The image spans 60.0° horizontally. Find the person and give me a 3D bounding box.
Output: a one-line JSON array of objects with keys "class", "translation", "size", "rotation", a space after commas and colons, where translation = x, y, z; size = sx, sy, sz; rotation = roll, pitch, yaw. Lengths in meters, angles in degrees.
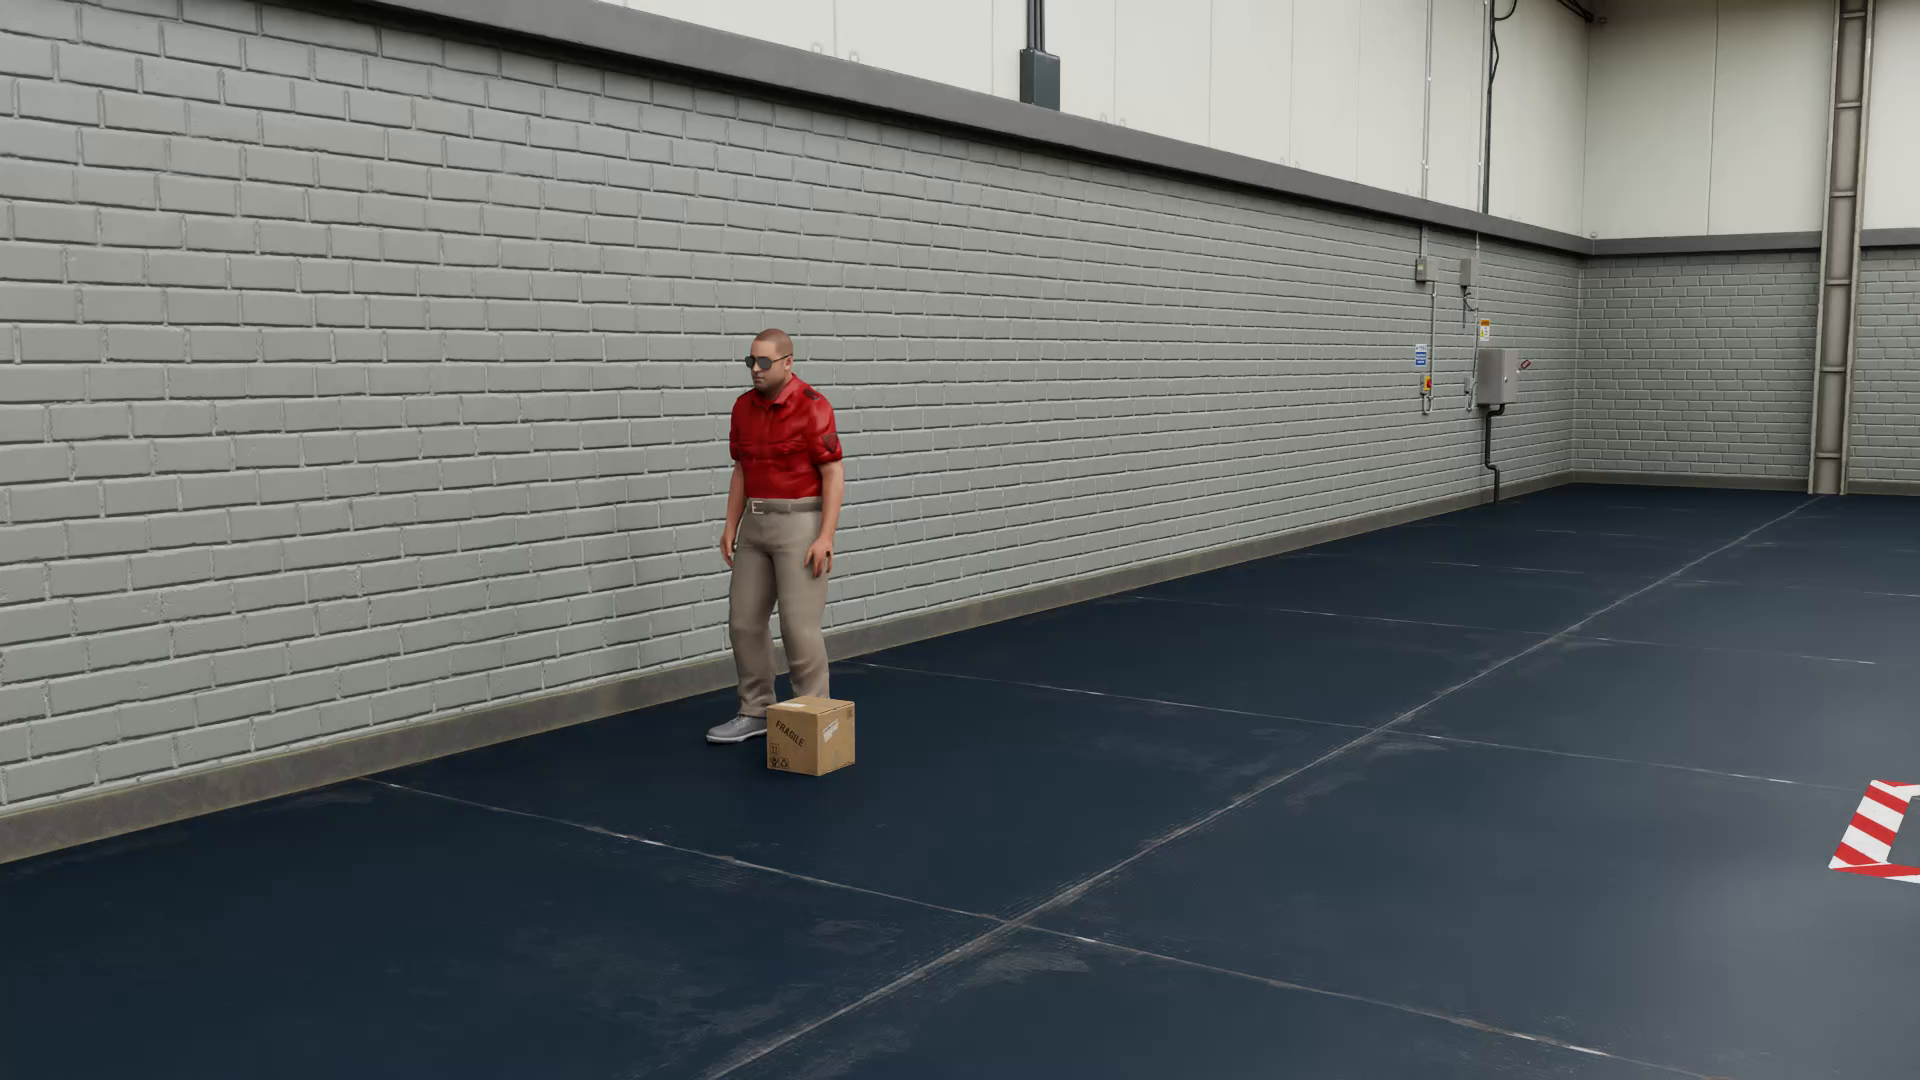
[{"class": "person", "translation": [-0.749, -0.006, 6.898], "size": [0.585, 1.726, 0.396], "rotation": [4, 8, 34]}]
